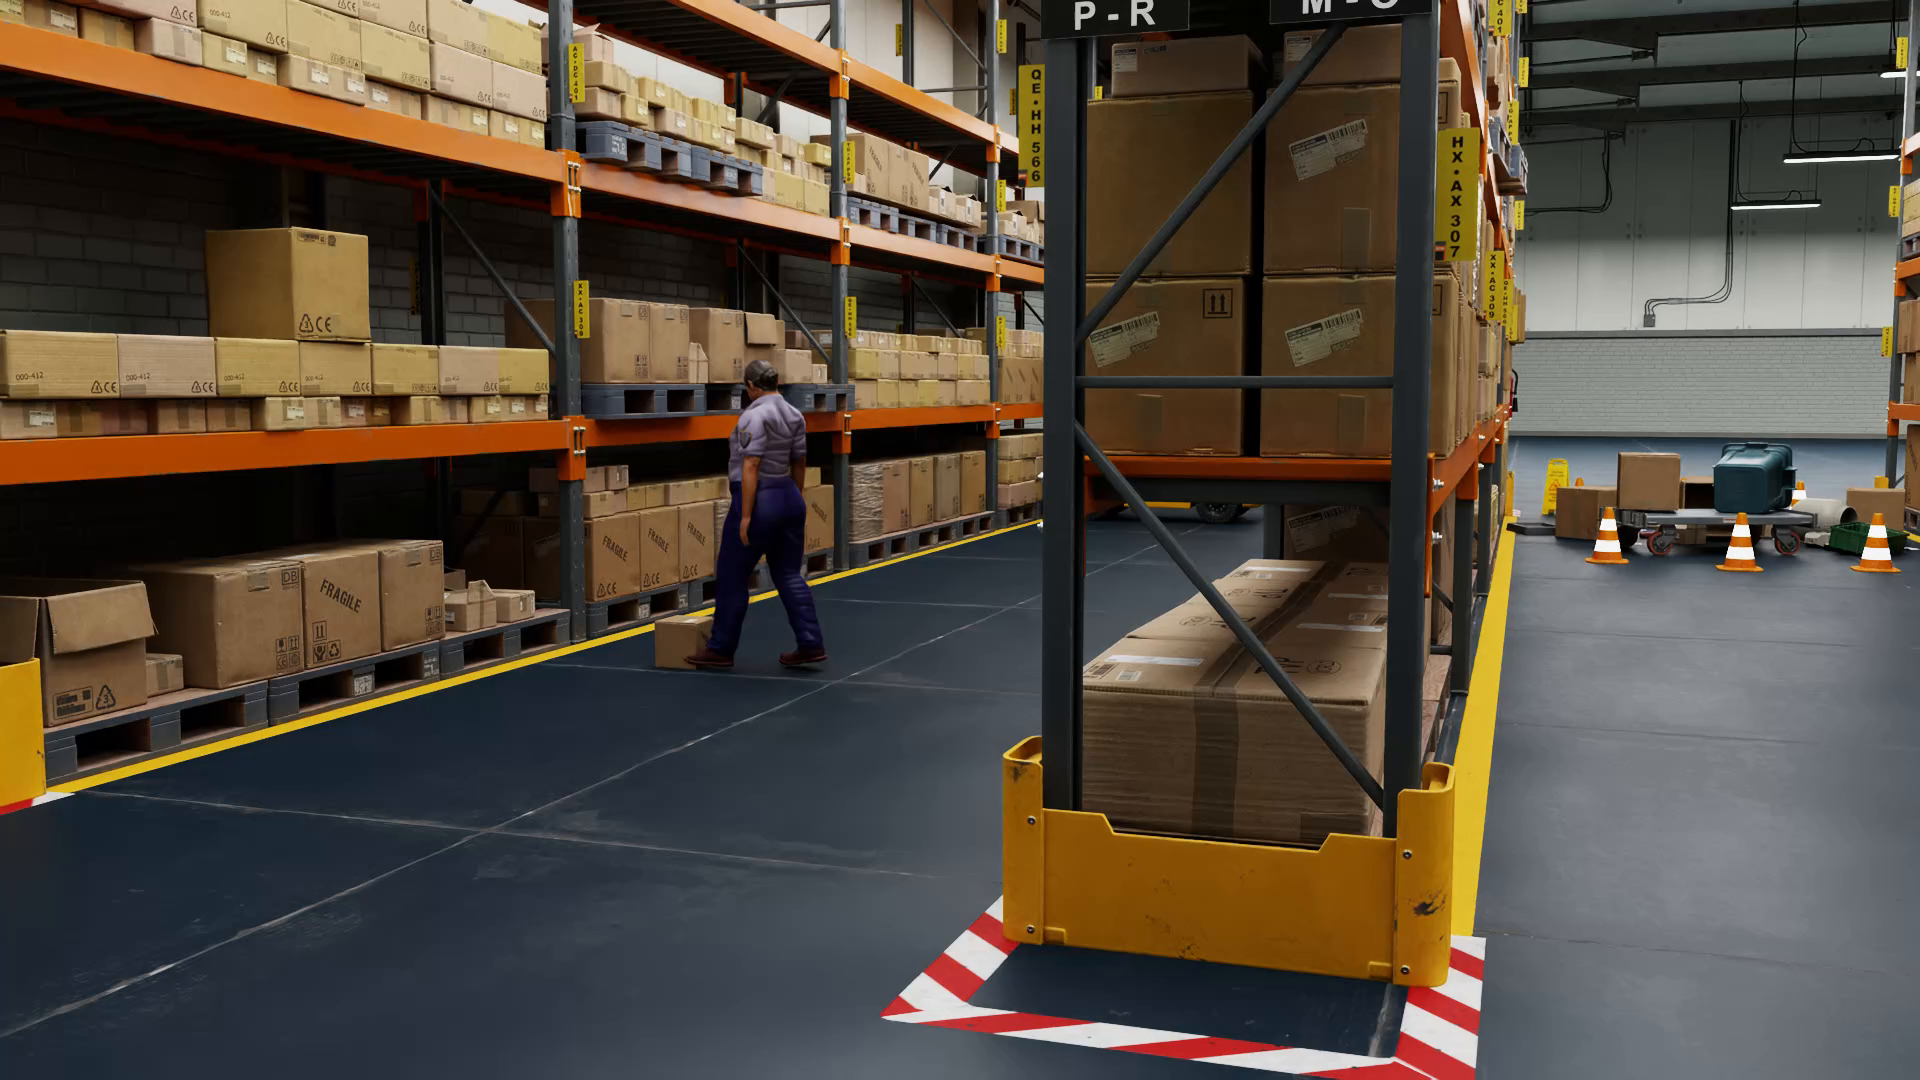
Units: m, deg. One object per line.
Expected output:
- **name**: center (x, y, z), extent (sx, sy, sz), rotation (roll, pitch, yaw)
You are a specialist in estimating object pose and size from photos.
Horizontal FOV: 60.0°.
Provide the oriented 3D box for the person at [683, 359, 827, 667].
- **person**: center (-1.078, -0.140, 8.764), extent (0.730, 1.615, 0.518), rotation (3, 6, 31)
